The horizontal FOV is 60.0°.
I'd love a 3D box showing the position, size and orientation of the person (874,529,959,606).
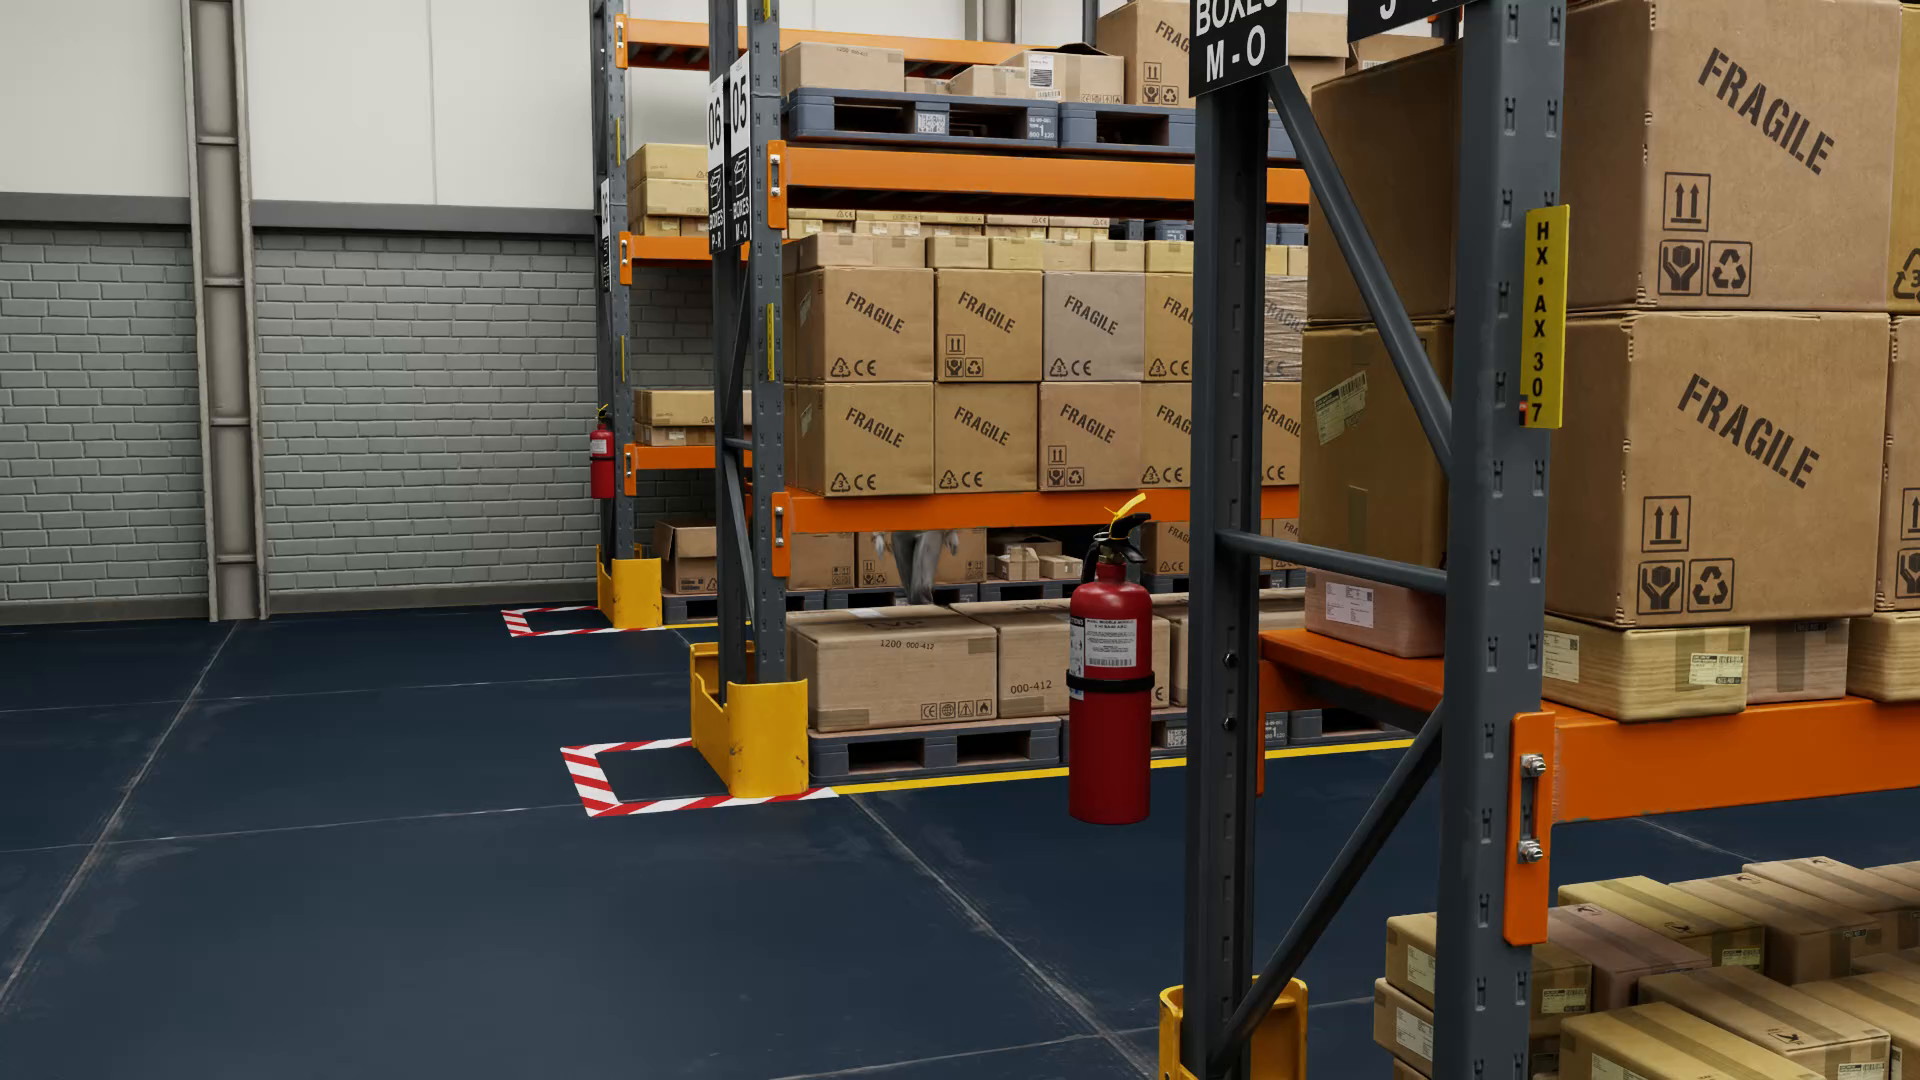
[{"bbox_3d":[-0.279,-0.027,10.249,0.520,1.691,0.512,3,6,24],"label":"person"}]
